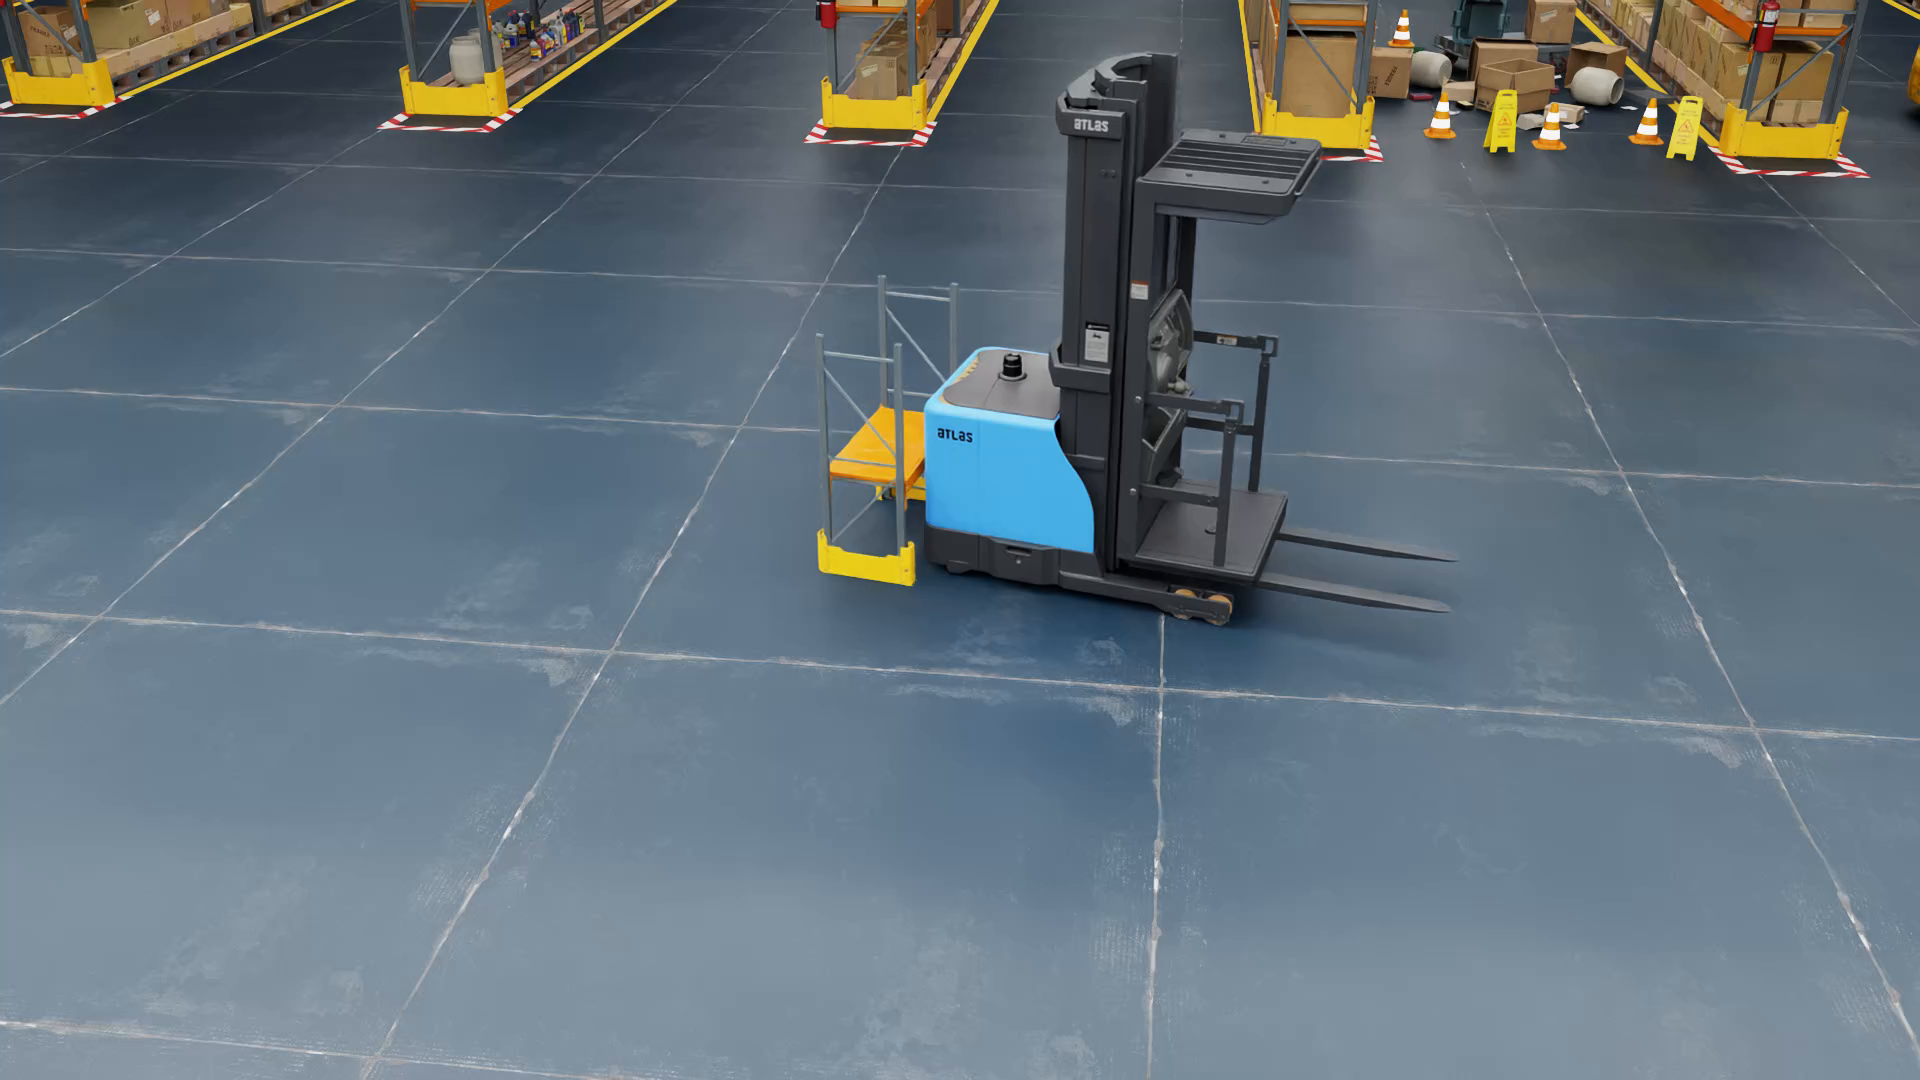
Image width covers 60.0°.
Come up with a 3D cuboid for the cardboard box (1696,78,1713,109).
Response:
[{"bbox_3d":[8.755,-5.093,18.997,0.500,0.250,0.500,3,29,6],"label":"cardboard box"}]

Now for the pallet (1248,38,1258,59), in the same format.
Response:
[{"bbox_3d":[4.436,-6.742,22.542,1.003,0.211,1.213,3,28,6],"label":"pallet"}]

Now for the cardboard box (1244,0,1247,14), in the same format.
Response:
[{"bbox_3d":[4.639,-7.986,23.841,1.050,0.750,0.750,4,29,7],"label":"cardboard box"}]

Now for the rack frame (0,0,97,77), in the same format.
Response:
[{"bbox_3d":[-10.815,-6.633,19.399,1.000,3.000,0.127,3,28,6],"label":"rack frame"}]

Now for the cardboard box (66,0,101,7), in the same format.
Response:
[{"bbox_3d":[-10.937,-6.678,21.149,0.500,0.500,0.500,3,28,6],"label":"cardboard box"}]

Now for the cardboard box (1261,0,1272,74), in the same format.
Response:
[{"bbox_3d":[4.163,-6.135,20.273,0.875,0.875,0.875,4,29,7],"label":"cardboard box"}]

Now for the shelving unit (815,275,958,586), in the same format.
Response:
[{"bbox_3d":[-0.403,-0.675,9.922,0.587,1.500,1.083,8,29,15],"label":"shelving unit"}]

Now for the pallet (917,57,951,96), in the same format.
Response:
[{"bbox_3d":[-0.688,-5.816,20.824,1.003,0.211,1.213,3,28,6],"label":"pallet"}]

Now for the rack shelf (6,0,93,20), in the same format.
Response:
[{"bbox_3d":[-10.570,-7.257,21.317,1.077,0.370,4.000,3,28,6],"label":"rack shelf"}]

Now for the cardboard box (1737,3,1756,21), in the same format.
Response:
[{"bbox_3d":[8.606,-5.683,17.901,0.380,0.149,0.250,3,28,6],"label":"cardboard box"}]

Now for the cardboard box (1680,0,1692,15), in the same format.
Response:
[{"bbox_3d":[8.865,-6.393,19.935,0.380,0.149,0.250,4,29,8],"label":"cardboard box"}]

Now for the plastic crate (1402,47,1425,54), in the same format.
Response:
[{"bbox_3d":[5.695,-6.232,21.559,0.450,0.188,0.662,9,28,37],"label":"plastic crate"}]

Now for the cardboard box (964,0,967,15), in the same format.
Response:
[{"bbox_3d":[-0.252,-7.806,23.748,0.700,0.500,0.500,1,28,2],"label":"cardboard box"}]

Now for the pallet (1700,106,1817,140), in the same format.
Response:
[{"bbox_3d":[8.995,-4.668,18.692,1.003,0.211,1.213,3,28,6],"label":"pallet"}]

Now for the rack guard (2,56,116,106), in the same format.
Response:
[{"bbox_3d":[-10.818,-5.521,19.971,1.175,0.500,0.348,3,28,6],"label":"rack guard"}]

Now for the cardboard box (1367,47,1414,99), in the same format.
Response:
[{"bbox_3d":[5.245,-5.713,20.324,0.500,0.500,0.500,8,29,15],"label":"cardboard box"}]

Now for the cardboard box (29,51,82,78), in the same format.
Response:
[{"bbox_3d":[-11.043,-5.877,20.452,0.500,0.250,0.500,3,28,6],"label":"cardboard box"}]

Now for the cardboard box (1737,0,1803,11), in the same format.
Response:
[{"bbox_3d":[8.644,-5.926,17.668,0.500,0.500,0.500,3,28,5],"label":"cardboard box"}]

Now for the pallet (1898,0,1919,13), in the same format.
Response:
[{"bbox_3d":[14.887,-8.080,25.025,1.003,0.211,1.213,3,28,6],"label":"pallet"}]

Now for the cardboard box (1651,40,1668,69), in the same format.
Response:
[{"bbox_3d":[9.001,-6.074,20.819,0.500,0.250,0.500,2,28,4],"label":"cardboard box"}]

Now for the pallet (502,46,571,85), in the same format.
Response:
[{"bbox_3d":[-5.680,-6.109,21.366,1.003,0.211,1.213,3,28,6],"label":"pallet"}]

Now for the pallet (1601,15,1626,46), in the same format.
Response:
[{"bbox_3d":[9.582,-7.077,23.164,1.003,0.211,1.213,3,28,6],"label":"pallet"}]

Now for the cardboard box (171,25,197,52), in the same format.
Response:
[{"bbox_3d":[-10.343,-6.552,21.706,0.500,0.250,0.500,3,28,6],"label":"cardboard box"}]

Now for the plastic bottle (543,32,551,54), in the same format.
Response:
[{"bbox_3d":[-5.314,-6.379,21.341,0.097,0.271,0.097,0,28,0],"label":"plastic bottle"}]

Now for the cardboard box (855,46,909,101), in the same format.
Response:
[{"bbox_3d":[-0.891,-5.433,19.364,0.500,0.500,0.500,9,30,16],"label":"cardboard box"}]

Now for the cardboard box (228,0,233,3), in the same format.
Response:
[{"bbox_3d":[-10.562,-7.702,23.840,0.500,0.250,0.500,3,28,6],"label":"cardboard box"}]

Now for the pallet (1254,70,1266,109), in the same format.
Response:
[{"bbox_3d":[4.099,-5.445,20.135,1.003,0.211,1.213,3,28,6],"label":"pallet"}]

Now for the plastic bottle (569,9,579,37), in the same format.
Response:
[{"bbox_3d":[-5.202,-6.933,22.286,0.144,0.351,0.185,3,28,5],"label":"plastic bottle"}]

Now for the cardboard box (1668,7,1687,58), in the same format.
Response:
[{"bbox_3d":[8.947,-6.152,20.172,0.500,0.500,0.500,4,29,8],"label":"cardboard box"}]

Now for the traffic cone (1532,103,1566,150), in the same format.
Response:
[{"bbox_3d":[6.480,-4.544,18.197,0.336,0.463,0.334,3,28,6],"label":"traffic cone"}]

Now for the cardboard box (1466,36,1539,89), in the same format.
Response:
[{"bbox_3d":[6.660,-5.855,20.444,0.797,0.637,0.503,3,28,6],"label":"cardboard box"}]

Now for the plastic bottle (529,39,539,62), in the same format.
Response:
[{"bbox_3d":[-5.368,-6.171,20.954,0.097,0.271,0.097,0,28,0],"label":"plastic bottle"}]

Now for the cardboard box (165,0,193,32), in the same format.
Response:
[{"bbox_3d":[-10.342,-6.883,21.528,0.500,0.500,0.500,3,28,6],"label":"cardboard box"}]

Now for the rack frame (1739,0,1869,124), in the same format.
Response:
[{"bbox_3d":[8.851,-5.479,17.258,1.000,3.000,0.127,3,28,6],"label":"rack frame"}]

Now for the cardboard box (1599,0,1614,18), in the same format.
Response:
[{"bbox_3d":[9.670,-7.660,23.633,0.950,0.372,0.625,3,28,5],"label":"cardboard box"}]

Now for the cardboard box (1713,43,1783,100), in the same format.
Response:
[{"bbox_3d":[8.691,-5.176,18.361,0.500,0.500,0.500,4,29,7],"label":"cardboard box"}]

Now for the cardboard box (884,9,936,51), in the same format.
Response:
[{"bbox_3d":[-0.645,-6.566,21.469,0.500,0.500,0.500,13,31,22],"label":"cardboard box"}]

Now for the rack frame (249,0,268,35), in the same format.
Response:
[{"bbox_3d":[-10.325,-8.515,22.894,1.000,3.000,0.127,3,28,6],"label":"rack frame"}]

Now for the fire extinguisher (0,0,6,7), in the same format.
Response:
[{"bbox_3d":[-11.291,-6.570,19.364,0.296,0.674,0.183,3,28,6],"label":"fire extinguisher"}]

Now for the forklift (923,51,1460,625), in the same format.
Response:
[{"bbox_3d":[1.355,-1.096,9.195,3.031,2.935,1.130,10,30,17],"label":"forklift"}]

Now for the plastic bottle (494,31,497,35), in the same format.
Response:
[{"bbox_3d":[-6.035,-6.410,21.393,0.152,0.276,0.135,3,28,5],"label":"plastic bottle"}]

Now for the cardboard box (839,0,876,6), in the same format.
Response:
[{"bbox_3d":[-1.154,-6.091,18.658,0.380,0.149,0.250,3,28,6],"label":"cardboard box"}]

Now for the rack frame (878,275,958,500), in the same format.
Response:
[{"bbox_3d":[-0.253,-0.901,10.342,0.500,1.500,0.032,8,29,15],"label":"rack frame"}]

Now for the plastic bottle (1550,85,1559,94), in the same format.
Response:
[{"bbox_3d":[7.322,-5.570,20.525,0.133,0.061,0.283,8,29,15],"label":"plastic bottle"}]

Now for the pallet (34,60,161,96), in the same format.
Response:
[{"bbox_3d":[-10.763,-5.767,20.733,1.003,0.211,1.213,3,28,6],"label":"pallet"}]

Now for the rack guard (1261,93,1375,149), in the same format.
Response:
[{"bbox_3d":[3.923,-4.608,18.275,1.175,0.500,0.348,3,28,6],"label":"rack guard"}]

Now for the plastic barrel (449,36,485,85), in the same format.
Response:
[{"bbox_3d":[-5.895,-5.747,19.935,0.421,0.512,0.421,0,28,0],"label":"plastic barrel"}]

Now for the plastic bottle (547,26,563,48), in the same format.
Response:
[{"bbox_3d":[-5.289,-6.582,21.713,0.152,0.276,0.135,4,29,7],"label":"plastic bottle"}]

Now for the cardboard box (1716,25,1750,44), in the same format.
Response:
[{"bbox_3d":[8.669,-5.638,18.535,0.380,0.149,0.250,4,29,8],"label":"cardboard box"}]

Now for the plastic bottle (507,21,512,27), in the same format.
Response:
[{"bbox_3d":[-5.924,-6.702,21.941,0.097,0.271,0.097,0,28,0],"label":"plastic bottle"}]

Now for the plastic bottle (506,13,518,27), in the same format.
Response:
[{"bbox_3d":[-5.943,-6.809,22.055,0.144,0.351,0.185,2,28,4],"label":"plastic bottle"}]

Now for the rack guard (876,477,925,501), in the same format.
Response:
[{"bbox_3d":[-0.254,-0.351,10.637,0.587,0.250,0.087,8,29,15],"label":"rack guard"}]

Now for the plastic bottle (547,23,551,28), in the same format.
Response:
[{"bbox_3d":[-5.370,-6.655,21.841,0.061,0.283,0.133,3,28,6],"label":"plastic bottle"}]

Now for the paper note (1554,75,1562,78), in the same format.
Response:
[{"bbox_3d":[7.583,-5.905,21.178,0.148,0.019,0.142,3,28,6],"label":"paper note"}]
